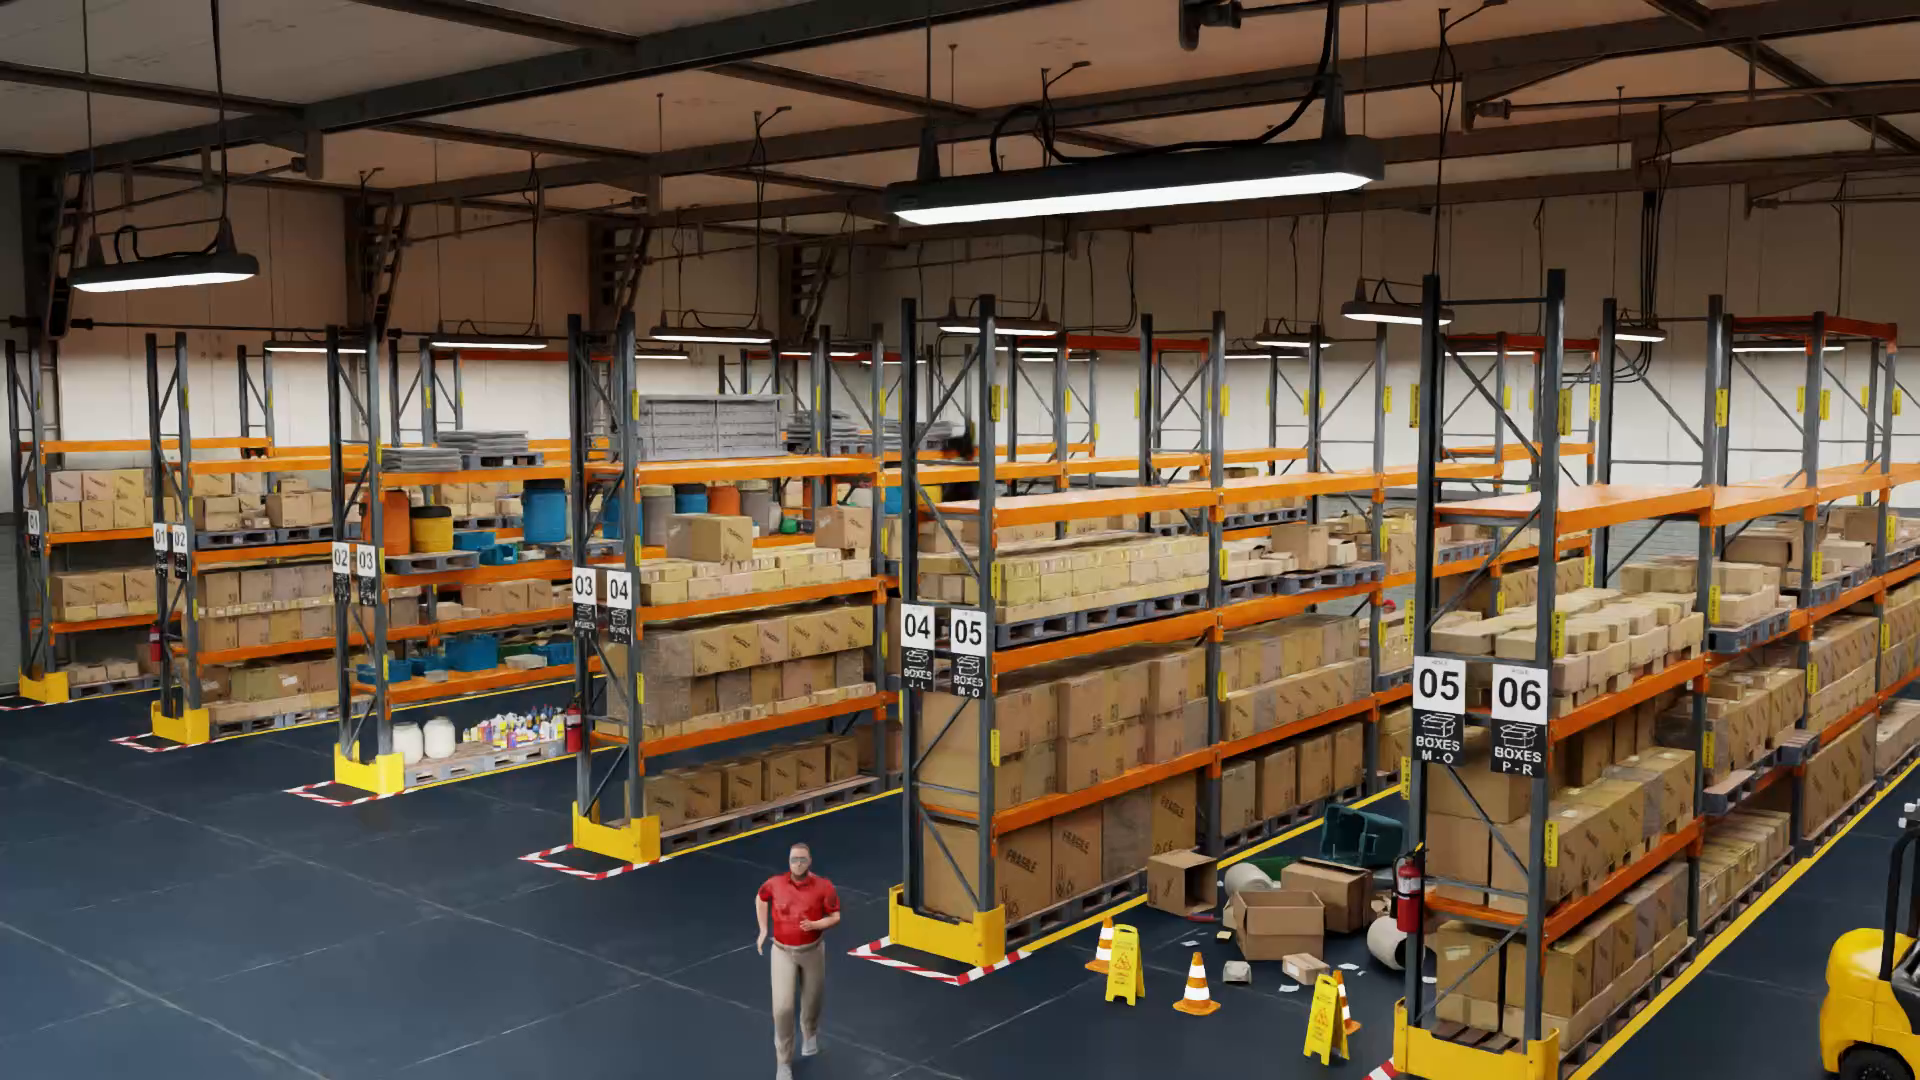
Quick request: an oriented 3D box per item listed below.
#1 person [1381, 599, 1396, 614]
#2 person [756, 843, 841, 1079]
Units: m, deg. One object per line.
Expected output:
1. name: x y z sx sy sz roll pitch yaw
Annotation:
1. person: 6.956 1.867 26.819 0.633 1.839 0.777 4 7 39
2. person: -1.220 3.186 12.577 0.636 1.804 0.769 -1 5 -7
